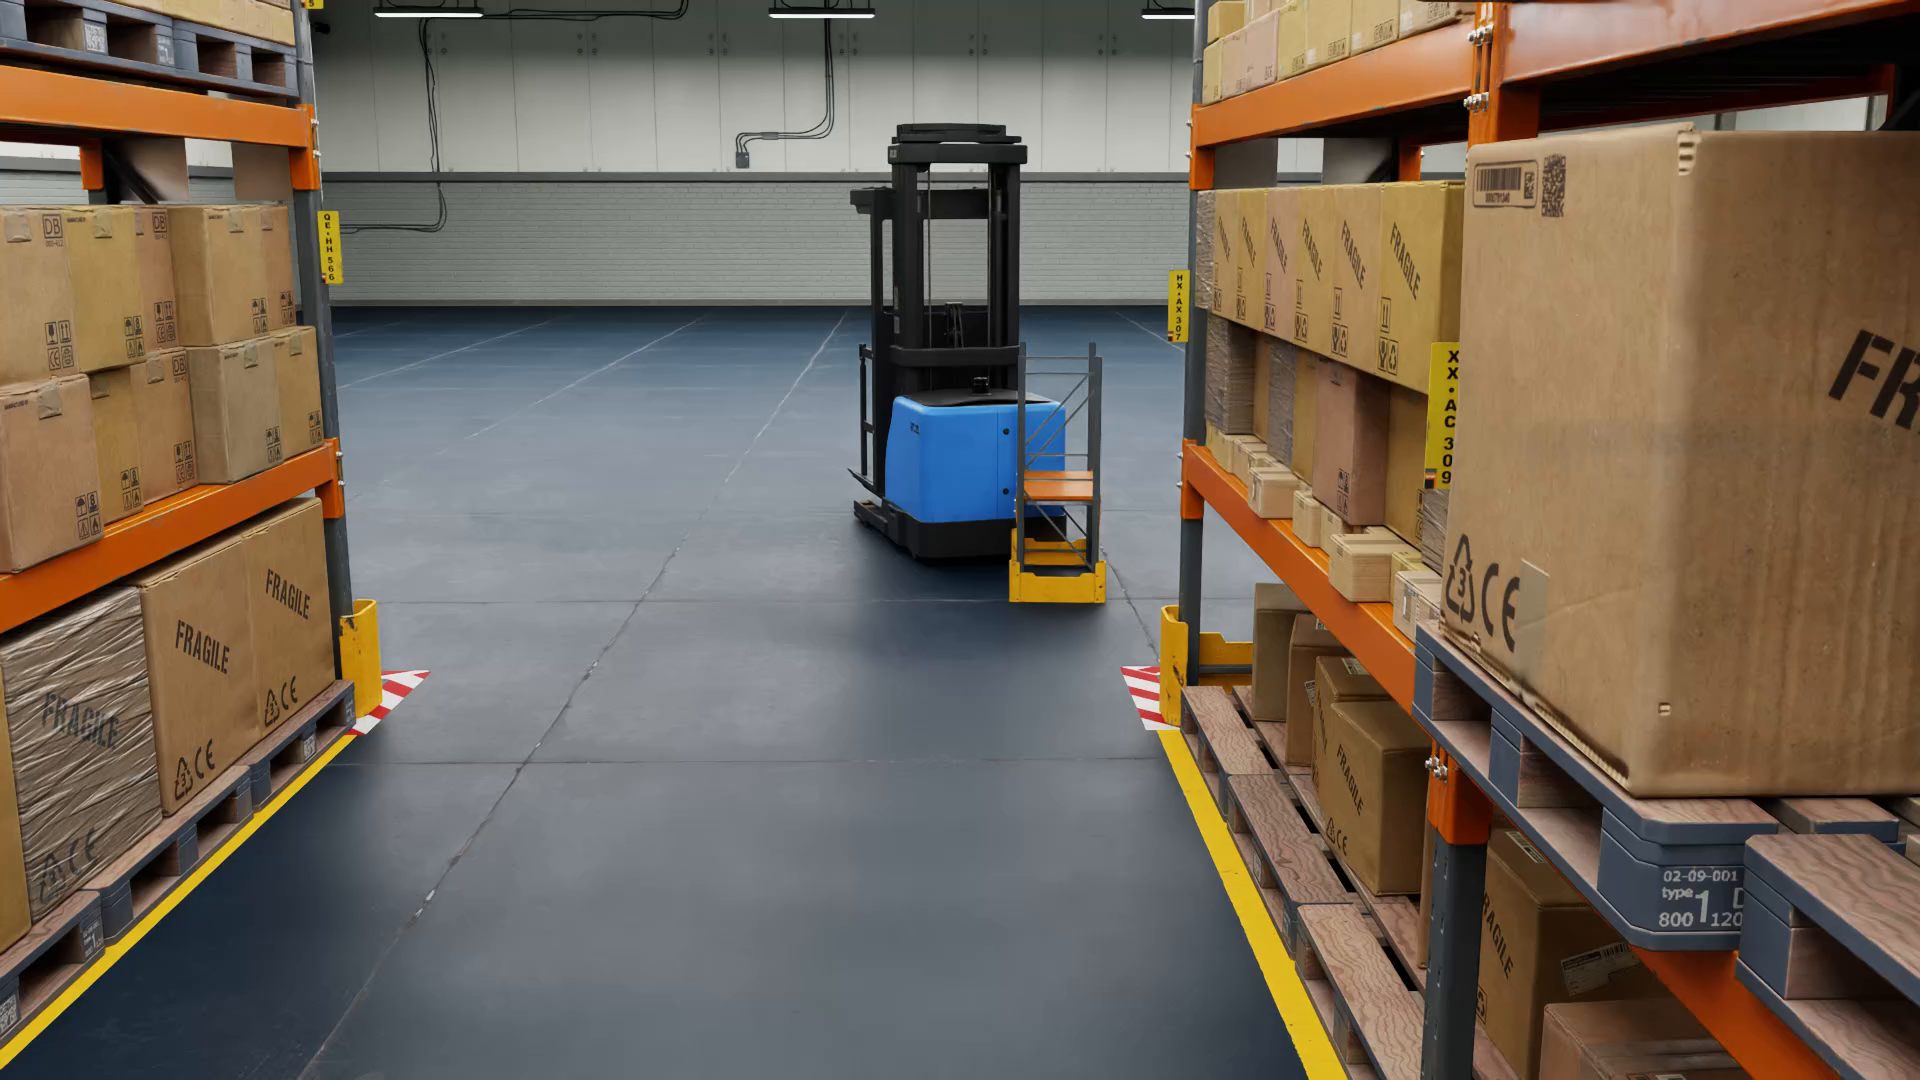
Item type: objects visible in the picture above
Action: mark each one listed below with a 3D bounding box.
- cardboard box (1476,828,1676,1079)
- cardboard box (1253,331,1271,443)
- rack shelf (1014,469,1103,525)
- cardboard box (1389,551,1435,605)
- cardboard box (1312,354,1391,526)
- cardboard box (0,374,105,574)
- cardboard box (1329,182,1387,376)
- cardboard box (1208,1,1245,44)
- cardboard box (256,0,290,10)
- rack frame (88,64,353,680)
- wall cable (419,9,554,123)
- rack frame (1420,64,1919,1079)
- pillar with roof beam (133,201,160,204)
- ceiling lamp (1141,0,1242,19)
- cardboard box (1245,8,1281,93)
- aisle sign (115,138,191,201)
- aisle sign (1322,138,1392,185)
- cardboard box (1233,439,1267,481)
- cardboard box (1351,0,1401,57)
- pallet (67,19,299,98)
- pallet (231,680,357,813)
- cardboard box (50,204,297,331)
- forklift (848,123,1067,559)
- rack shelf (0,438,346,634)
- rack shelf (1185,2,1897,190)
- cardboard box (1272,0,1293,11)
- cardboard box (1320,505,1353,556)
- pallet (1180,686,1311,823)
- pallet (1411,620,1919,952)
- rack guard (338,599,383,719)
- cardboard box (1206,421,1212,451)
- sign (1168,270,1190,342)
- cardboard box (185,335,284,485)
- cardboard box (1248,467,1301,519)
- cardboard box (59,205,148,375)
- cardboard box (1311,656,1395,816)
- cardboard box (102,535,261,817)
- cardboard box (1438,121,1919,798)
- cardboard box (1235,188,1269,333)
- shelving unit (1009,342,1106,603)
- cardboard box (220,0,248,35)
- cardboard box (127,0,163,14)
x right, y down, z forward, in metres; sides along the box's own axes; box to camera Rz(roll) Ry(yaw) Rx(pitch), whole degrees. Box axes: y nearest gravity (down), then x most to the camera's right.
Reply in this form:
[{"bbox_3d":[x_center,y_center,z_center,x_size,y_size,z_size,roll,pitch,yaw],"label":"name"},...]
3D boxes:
[{"bbox_3d":[1.662,1.085,4.395,0.500,0.500,0.500,-1,11,-3],"label":"cardboard box"},{"bbox_3d":[1.662,-0.636,6.649,0.875,0.500,0.500,0,11,-1],"label":"cardboard box"},{"bbox_3d":[0.618,-0.285,10.596,0.538,0.185,1.000,0,11,2],"label":"rack shelf"},{"bbox_3d":[1.391,0.128,4.517,0.380,0.149,0.250,0,11,-1],"label":"cardboard box"},{"bbox_3d":[1.597,-0.337,5.177,0.875,0.500,0.500,0,11,-1],"label":"cardboard box"},{"bbox_3d":[-3.278,-0.218,5.211,0.875,0.550,0.550,0,11,-1],"label":"cardboard box"},{"bbox_3d":[1.334,-0.727,4.582,0.500,0.500,0.500,0,11,-1],"label":"cardboard box"},{"bbox_3d":[1.231,-2.134,6.862,0.380,0.149,0.250,0,11,0],"label":"cardboard box"},{"bbox_3d":[-3.124,-2.350,6.875,0.500,0.250,0.500,0,11,0],"label":"cardboard box"},{"bbox_3d":[-3.413,-0.649,7.714,1.000,3.000,0.127,0,11,-1],"label":"rack frame"},{"bbox_3d":[-10.864,-10.904,38.283,3.097,2.526,0.112,0,11,-1],"label":"wall cable"},{"bbox_3d":[1.627,0.146,3.796,0.949,2.616,0.053,0,11,-1],"label":"rack frame"},{"bbox_3d":[-10.401,-8.174,29.716,9.100,9.000,0.400,0,11,-1],"label":"pillar with roof beam"},{"bbox_3d":[4.446,-11.520,31.530,2.000,3.185,0.800,0,11,-1],"label":"ceiling lamp"},{"bbox_3d":[1.322,-1.748,5.964,0.500,0.250,0.500,0,11,-1],"label":"cardboard box"},{"bbox_3d":[-3.715,-1.936,7.519,0.394,0.787,0.004,0,11,-1],"label":"aisle sign"},{"bbox_3d":[1.846,-1.937,7.523,0.394,0.787,0.004,0,11,-1],"label":"aisle sign"},{"bbox_3d":[1.317,-0.319,6.721,0.380,0.149,0.250,0,11,-1],"label":"cardboard box"},{"bbox_3d":[1.359,-1.444,4.466,0.500,0.250,0.500,0,11,0],"label":"cardboard box"},{"bbox_3d":[-3.388,-1.928,6.697,1.003,0.211,1.213,0,11,-1],"label":"pallet"},{"bbox_3d":[-3.319,0.876,7.209,1.003,0.211,1.213,0,11,-1],"label":"pallet"},{"bbox_3d":[-3.444,-1.178,7.227,0.875,0.550,0.550,0,11,-1],"label":"cardboard box"},{"bbox_3d":[-0.180,-1.556,12.358,1.130,2.935,3.031,-3,12,-16],"label":"forklift"},{"bbox_3d":[-3.372,0.101,5.825,1.077,0.370,4.000,0,11,-1],"label":"rack shelf"},{"bbox_3d":[1.589,-1.369,5.529,1.077,0.370,4.000,0,11,-1],"label":"rack shelf"},{"bbox_3d":[1.315,-1.927,5.842,0.380,0.149,0.250,-1,11,-4],"label":"cardboard box"},{"bbox_3d":[1.356,-0.021,5.251,0.380,0.149,0.250,0,11,-1],"label":"cardboard box"},{"bbox_3d":[1.531,0.894,7.121,1.003,0.211,1.213,0,11,-1],"label":"pallet"},{"bbox_3d":[1.501,0.392,3.063,1.003,0.211,1.213,0,11,-1],"label":"pallet"},{"bbox_3d":[-3.414,0.571,7.986,1.175,0.500,0.348,0,11,-1],"label":"rack guard"},{"bbox_3d":[1.315,-0.468,7.456,0.380,0.149,0.250,0,11,-1],"label":"cardboard box"},{"bbox_3d":[1.005,-1.071,7.618,0.100,0.325,0.005,0,11,-1],"label":"sign"},{"bbox_3d":[-3.327,-0.540,6.798,0.875,0.550,0.550,0,11,-1],"label":"cardboard box"},{"bbox_3d":[1.249,-0.170,5.984,0.380,0.149,0.250,0,11,-1],"label":"cardboard box"},{"bbox_3d":[-3.324,-0.852,5.622,0.875,0.550,0.500,0,11,-1],"label":"cardboard box"},{"bbox_3d":[1.584,0.737,6.111,0.500,0.500,0.500,1,11,4],"label":"cardboard box"},{"bbox_3d":[-3.313,0.496,6.358,0.875,0.875,0.875,0,11,-2],"label":"cardboard box"},{"bbox_3d":[1.507,-0.195,2.913,1.000,1.000,1.000,0,11,-1],"label":"cardboard box"},{"bbox_3d":[1.302,-1.025,6.052,0.500,0.500,0.500,0,11,-1],"label":"cardboard box"},{"bbox_3d":[0.618,-0.459,10.551,0.587,1.500,1.083,0,11,2],"label":"shelving unit"},{"bbox_3d":[-3.057,-2.085,6.571,0.380,0.149,0.250,0,11,0],"label":"cardboard box"},{"bbox_3d":[-3.042,-1.933,5.825,0.380,0.149,0.250,0,11,-1],"label":"cardboard box"}]
